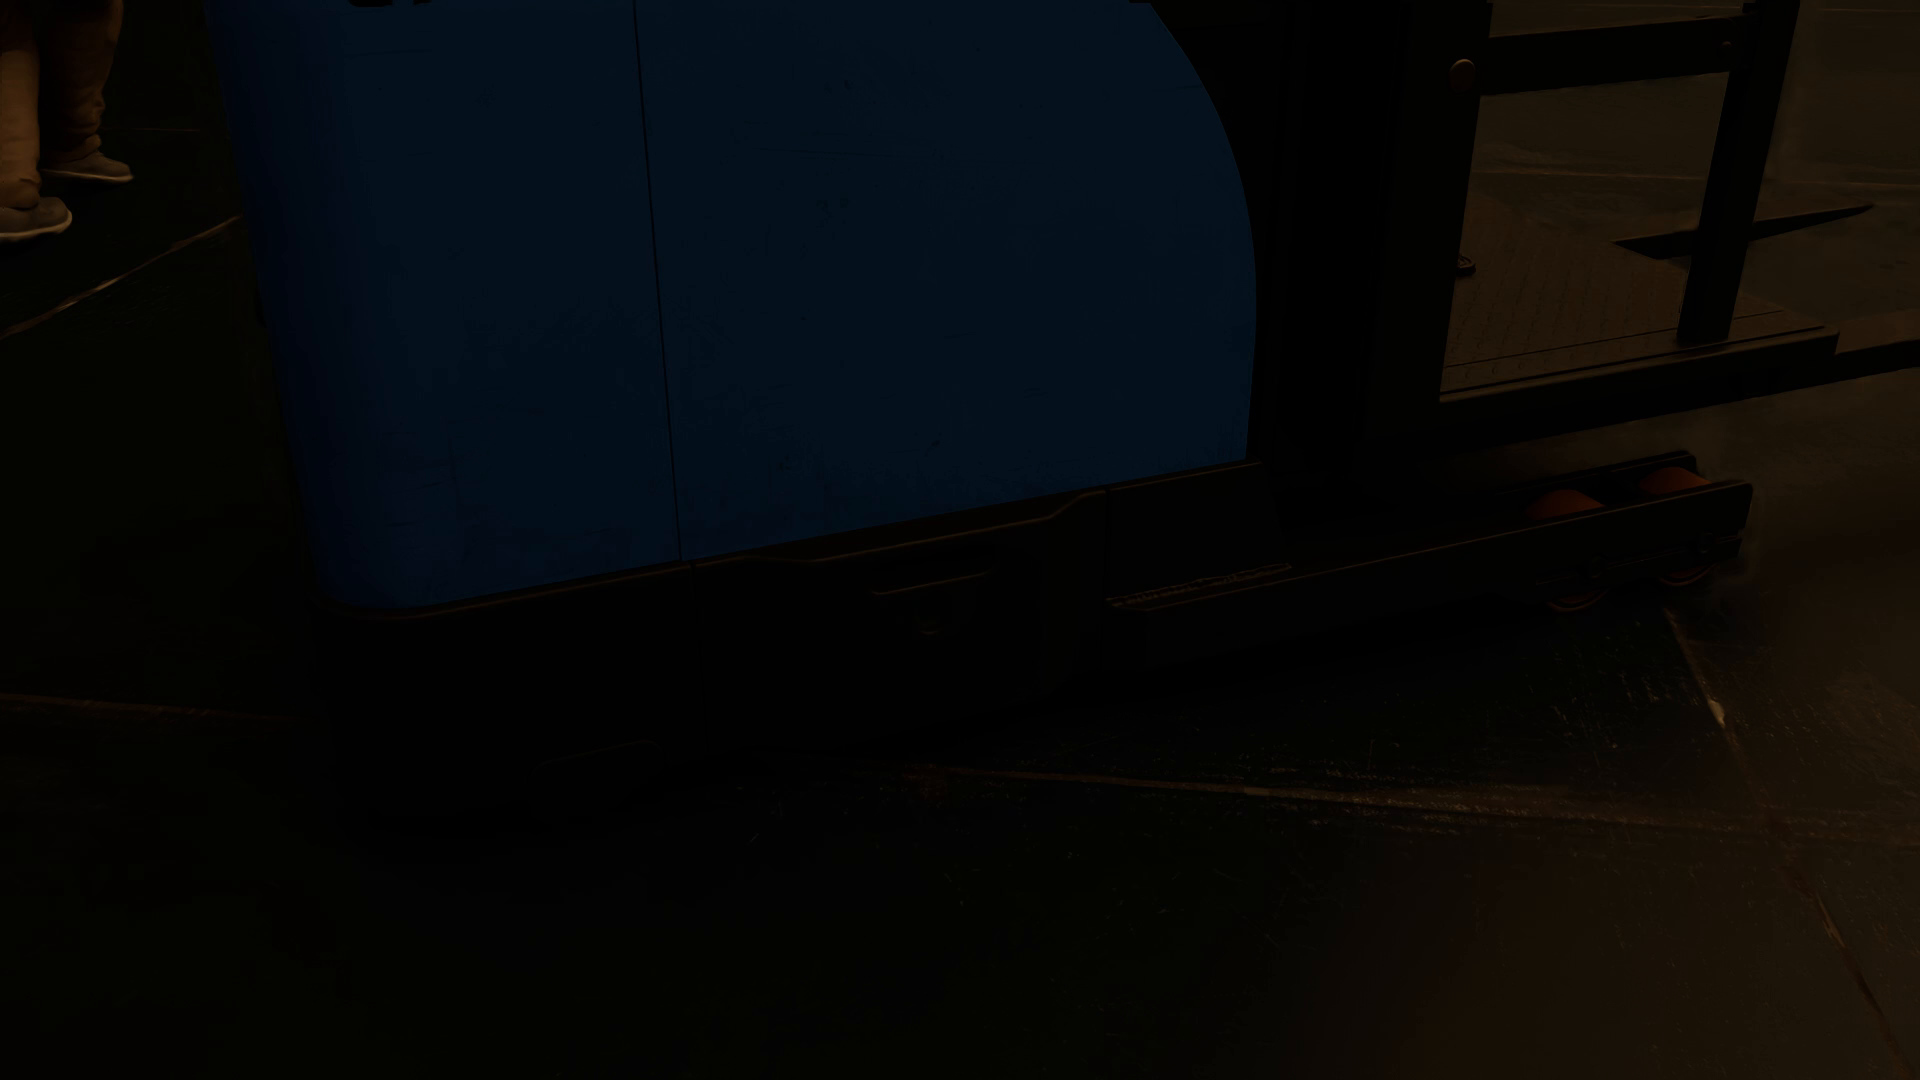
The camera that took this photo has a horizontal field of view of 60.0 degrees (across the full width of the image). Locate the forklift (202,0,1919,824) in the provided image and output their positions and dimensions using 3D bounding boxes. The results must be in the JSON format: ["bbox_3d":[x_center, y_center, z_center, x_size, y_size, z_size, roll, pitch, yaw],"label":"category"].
[{"bbox_3d":[0.562,-1.418,2.058,3.031,2.935,1.130,-11,28,-20],"label":"forklift"}]

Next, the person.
[{"bbox_3d":[-2.112,-1.519,3.797,0.784,1.585,0.809,0,27,1],"label":"person"}]
